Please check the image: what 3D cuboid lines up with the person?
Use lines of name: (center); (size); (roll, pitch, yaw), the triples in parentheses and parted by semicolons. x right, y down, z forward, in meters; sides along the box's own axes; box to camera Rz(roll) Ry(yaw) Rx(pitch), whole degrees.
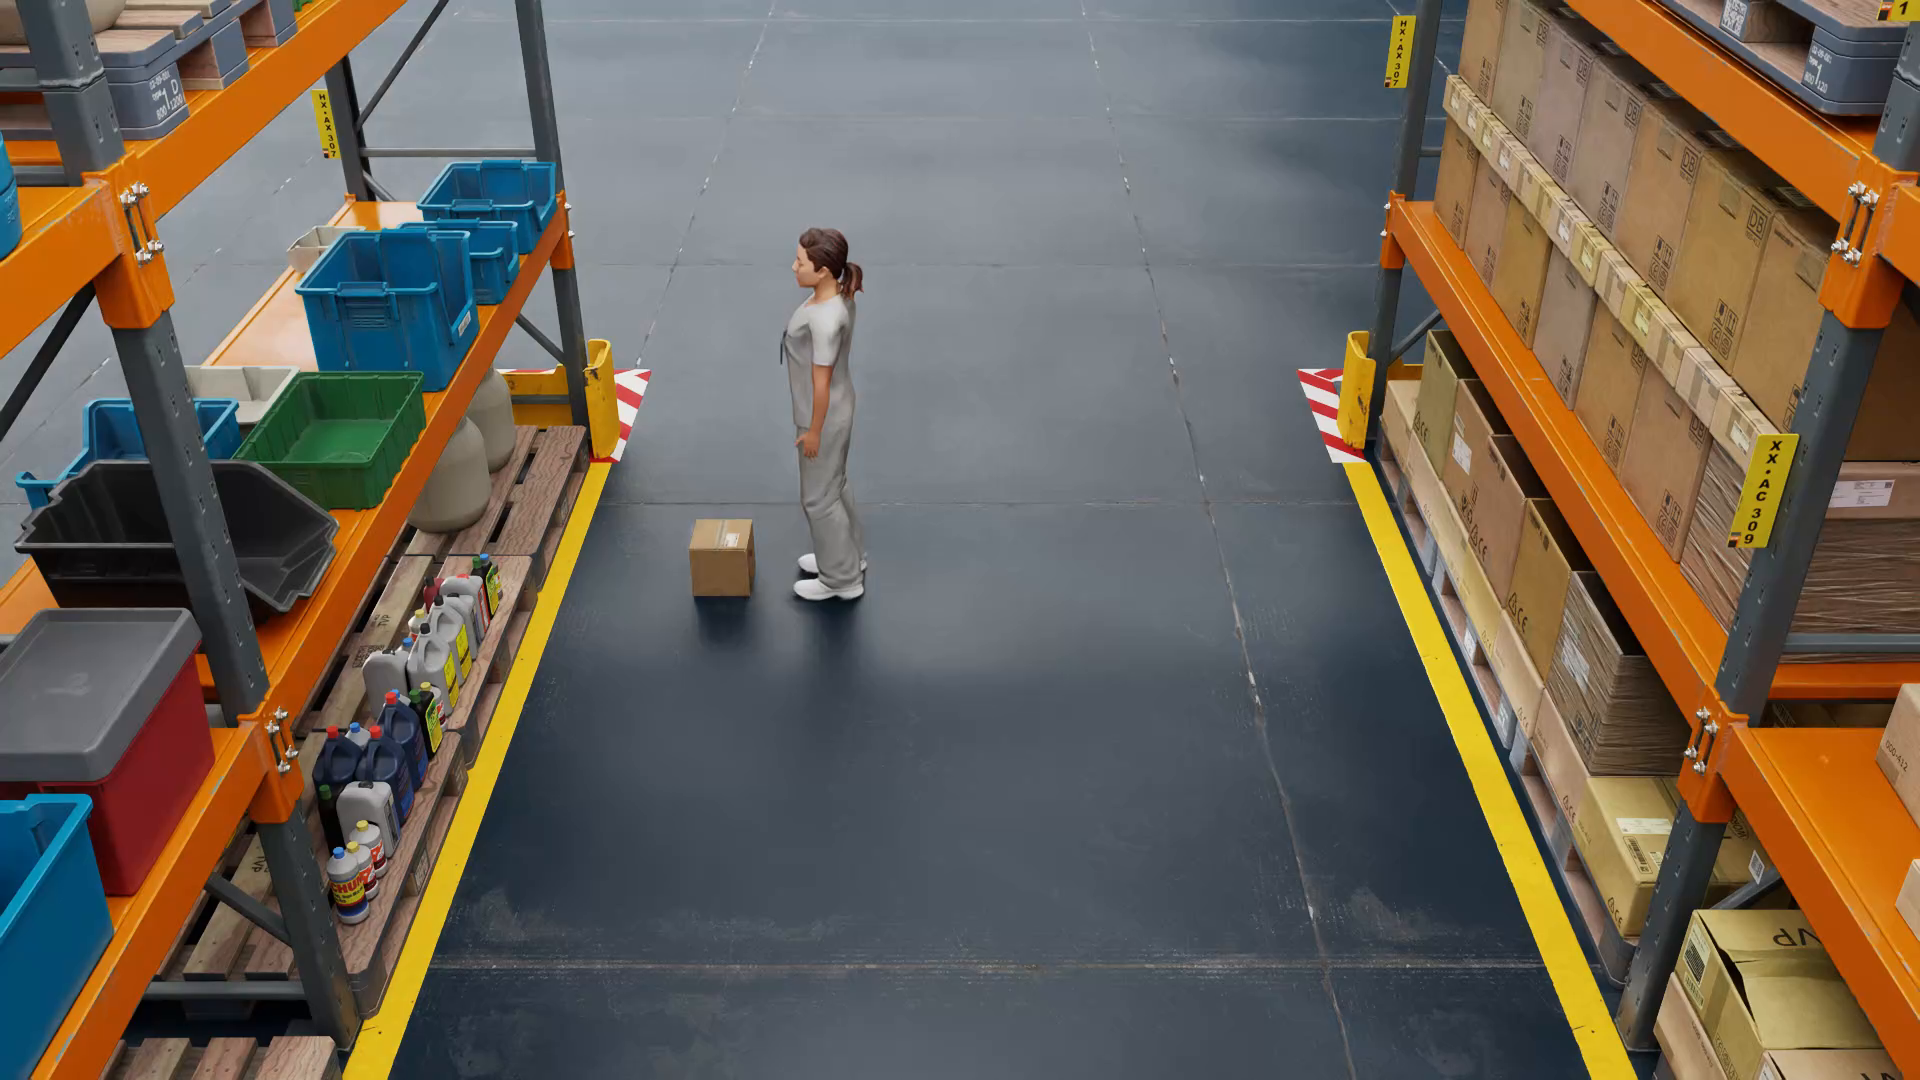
person: (-0.563, -0.498, 6.999); (0.345, 1.620, 0.436); (1, 32, 1)
